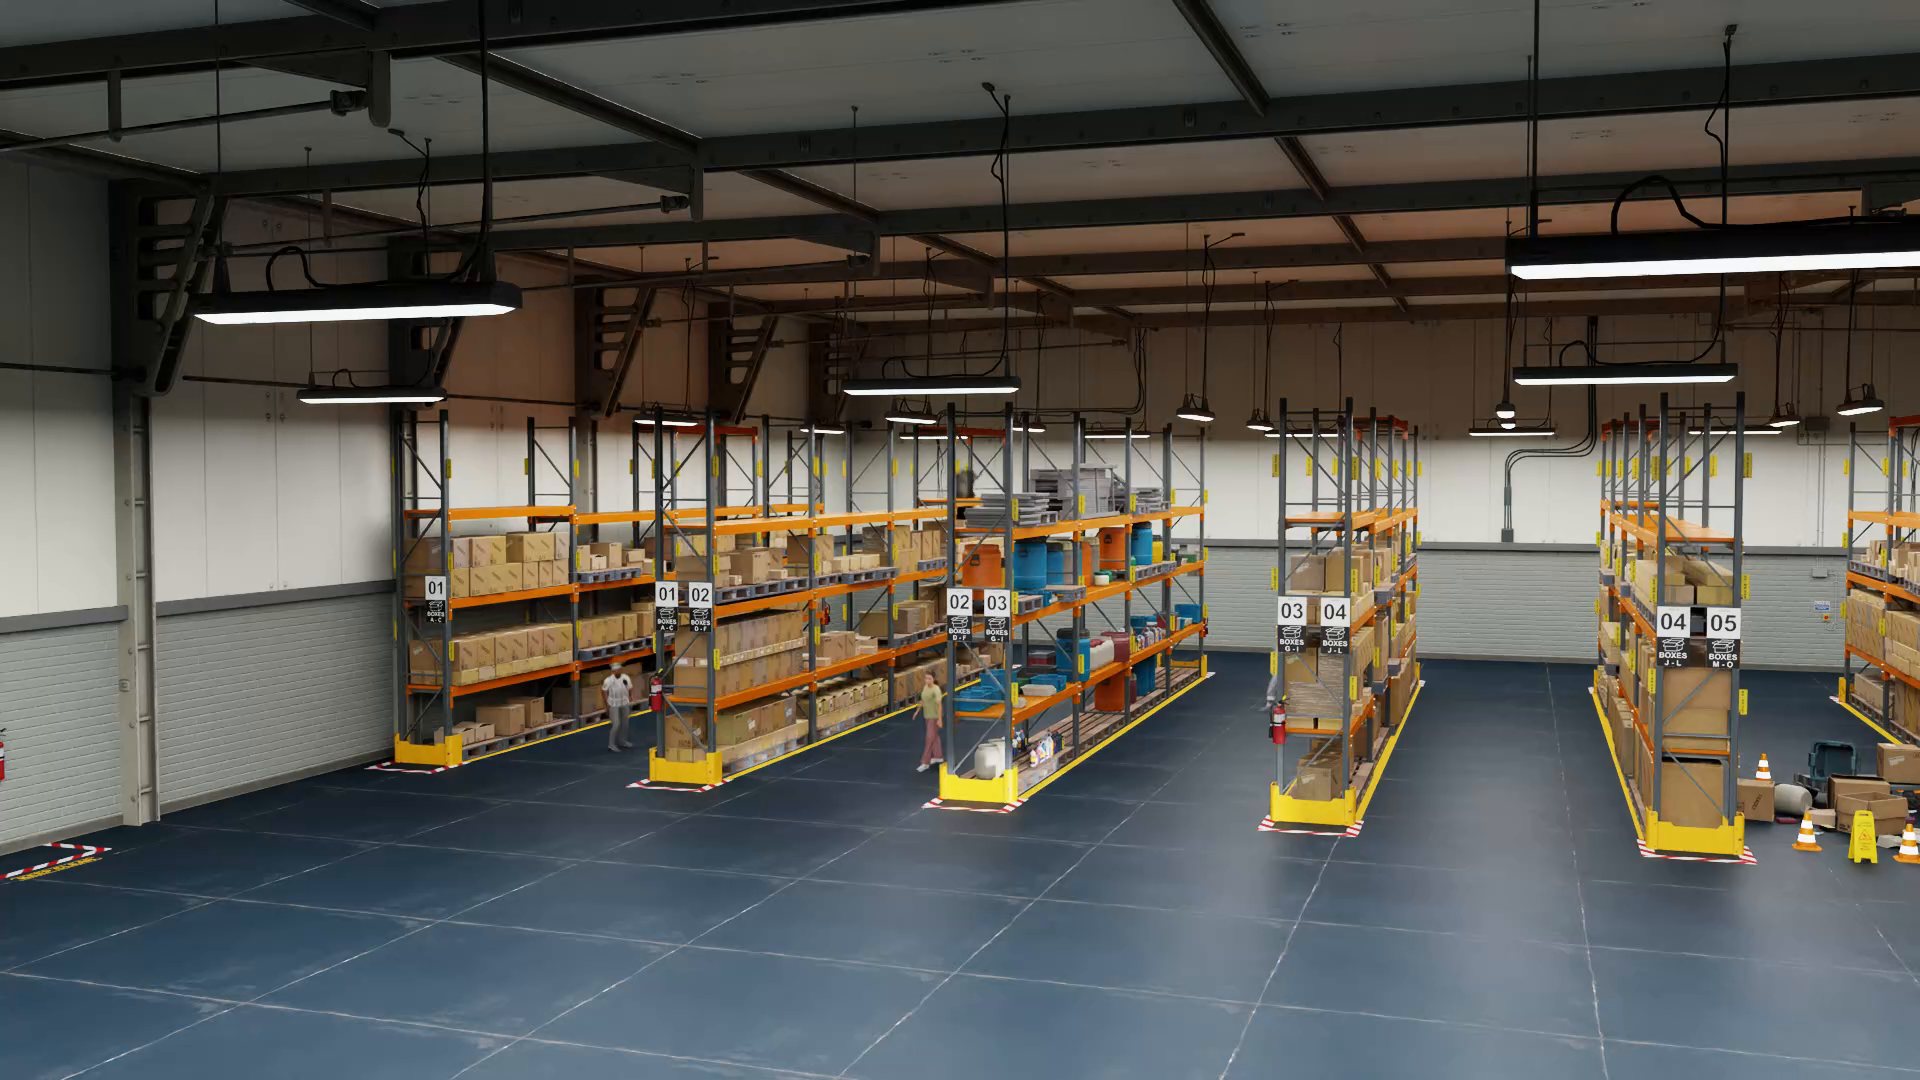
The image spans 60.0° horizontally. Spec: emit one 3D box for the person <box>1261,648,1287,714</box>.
[{"bbox_3d":[6.509,2.705,33.804,0.454,1.716,0.968,-2,3,-32],"label":"person"}]

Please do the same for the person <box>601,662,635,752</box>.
[{"bbox_3d":[-6.035,2.954,29.593,0.634,1.620,0.767,-2,3,-38],"label":"person"}]

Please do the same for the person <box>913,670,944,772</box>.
[{"bbox_3d":[-0.525,2.985,27.822,0.762,1.660,0.616,-2,3,-35],"label":"person"}]
